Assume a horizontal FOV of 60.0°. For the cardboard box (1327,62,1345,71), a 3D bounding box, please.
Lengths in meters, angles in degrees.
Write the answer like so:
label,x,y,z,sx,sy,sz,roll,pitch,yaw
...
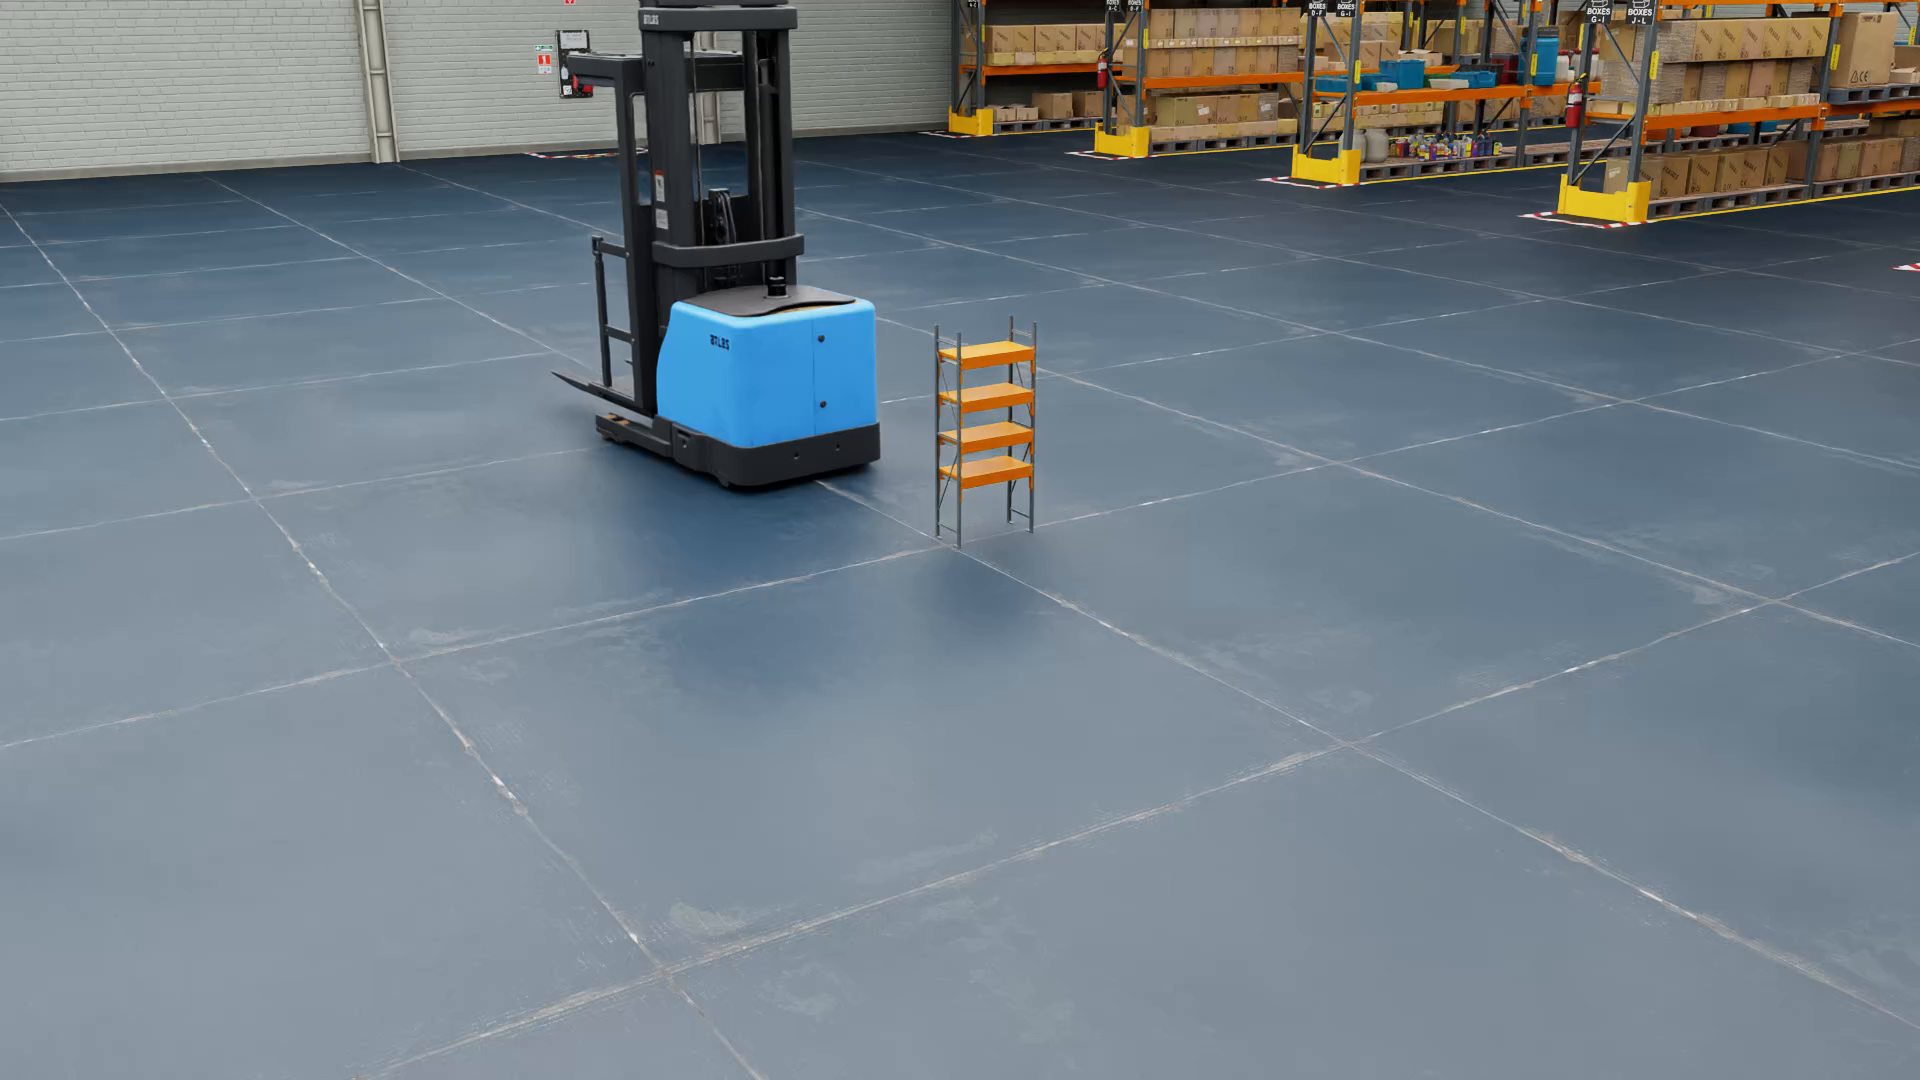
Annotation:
label,x,y,z,sx,sy,sz,roll,pitch,yaw
cardboard box,7.071,-8.974,31.497,0.250,0.149,0.380,-12,22,-31

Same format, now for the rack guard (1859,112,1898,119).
label,x,y,z,sx,sy,sz,roll,pitch,yaw
rack guard,18.975,-8.603,33.912,0.348,0.500,1.175,-12,22,-31

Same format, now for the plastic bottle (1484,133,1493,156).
label,x,y,z,sx,sy,sz,roll,pitch,yaw
plastic bottle,8.561,-6.429,27.027,0.185,0.351,0.144,-13,22,-33

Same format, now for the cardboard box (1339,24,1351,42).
label,x,y,z,sx,sy,sz,roll,pitch,yaw
cardboard box,8.667,-11.506,37.943,0.500,0.500,0.500,-11,22,-30

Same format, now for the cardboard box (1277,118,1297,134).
label,x,y,z,sx,sy,sz,roll,pitch,yaw
cardboard box,5.952,-7.748,31.116,0.500,0.250,0.500,-12,22,-31

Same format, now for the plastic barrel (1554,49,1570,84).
label,x,y,z,sx,sy,sz,roll,pitch,yaw
plastic barrel,9.860,-7.840,27.540,0.433,0.535,0.433,0,19,0

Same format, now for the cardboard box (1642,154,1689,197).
label,x,y,z,sx,sy,sz,roll,pitch,yaw
cardboard box,9.335,-4.871,22.217,0.500,0.500,0.500,-6,20,-17

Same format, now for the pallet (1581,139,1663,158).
label,x,y,z,sx,sy,sz,roll,pitch,yaw
pallet,11.612,-6.923,29.394,1.213,0.211,1.003,-12,22,-31

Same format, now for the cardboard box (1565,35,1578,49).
label,x,y,z,sx,sy,sz,roll,pitch,yaw
cardboard box,13.177,-10.605,35.773,0.500,0.500,0.500,-11,22,-31

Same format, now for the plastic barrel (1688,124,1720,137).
label,x,y,z,sx,sy,sz,roll,pitch,yaw
plastic barrel,13.623,-7.717,30.496,0.708,0.588,0.600,-12,22,-31

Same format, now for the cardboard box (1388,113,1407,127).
label,x,y,z,sx,sy,sz,roll,pitch,yaw
cardboard box,8.404,-8.255,32.616,0.500,0.250,0.500,-11,22,-30

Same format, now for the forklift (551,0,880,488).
label,x,y,z,sx,sy,sz,roll,pitch,yaw
forklift,-1.815,-2.112,10.915,1.130,2.935,3.031,-14,23,-36

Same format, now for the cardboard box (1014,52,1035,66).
label,x,y,z,sx,sy,sz,roll,pitch,yaw
cardboard box,1.159,-9.646,33.296,0.500,0.250,0.500,-13,22,-33

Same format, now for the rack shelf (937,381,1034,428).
label,x,y,z,sx,sy,sz,roll,pitch,yaw
rack shelf,0.138,-0.746,9.089,0.480,0.148,0.258,-12,22,-31

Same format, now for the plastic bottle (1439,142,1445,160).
label,x,y,z,sx,sy,sz,roll,pitch,yaw
plastic bottle,7.655,-6.191,26.448,0.097,0.271,0.097,0,19,0

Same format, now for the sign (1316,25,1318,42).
label,x,y,z,sx,sy,sz,roll,pitch,yaw
sign,6.525,-9.291,30.568,0.005,0.325,0.100,-12,22,-31

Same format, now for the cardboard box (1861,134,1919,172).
label,x,y,z,sx,sy,sz,roll,pitch,yaw
cardboard box,14.000,-5.845,25.068,0.500,0.500,0.700,-14,23,-36

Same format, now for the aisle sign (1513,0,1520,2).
label,x,y,z,sx,sy,sz,roll,pitch,yaw
aisle sign,13.739,-13.593,40.711,0.004,0.787,0.394,-12,22,-31

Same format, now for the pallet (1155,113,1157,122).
label,x,y,z,sx,sy,sz,roll,pitch,yaw
pallet,4.141,-9.132,35.928,1.213,0.211,1.003,-12,22,-31

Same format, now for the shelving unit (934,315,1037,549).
label,x,y,z,sx,sy,sz,roll,pitch,yaw
shelving unit,0.138,-0.598,9.139,0.503,1.200,0.258,-12,22,-31

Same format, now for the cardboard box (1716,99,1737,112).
label,x,y,z,sx,sy,sz,roll,pitch,yaw
cardboard box,9.999,-5.742,21.938,0.250,0.149,0.380,-12,22,-31

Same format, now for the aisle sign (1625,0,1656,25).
label,x,y,z,sx,sy,sz,roll,pitch,yaw
aisle sign,8.437,-6.777,20.548,0.004,0.787,0.394,-12,22,-31

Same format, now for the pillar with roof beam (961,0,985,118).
label,x,y,z,sx,sy,sz,roll,pitch,yaw
pillar with roof beam,2.627,-11.656,29.673,0.400,9.000,9.100,-12,22,-31

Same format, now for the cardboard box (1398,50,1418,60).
label,x,y,z,sx,sy,sz,roll,pitch,yaw
cardboard box,8.706,-9.548,32.943,0.500,0.311,0.500,-12,22,-32

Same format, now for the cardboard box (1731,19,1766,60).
label,x,y,z,sx,sy,sz,roll,pitch,yaw
cardboard box,10.185,-6.587,21.863,0.500,0.500,0.500,-12,22,-31

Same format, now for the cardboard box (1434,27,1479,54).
label,x,y,z,sx,sy,sz,roll,pitch,yaw
cardboard box,10.024,-10.083,33.575,0.700,0.500,0.500,14,23,35

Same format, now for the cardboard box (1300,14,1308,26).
label,x,y,z,sx,sy,sz,roll,pitch,yaw
cardboard box,7.377,-11.589,37.019,0.500,0.250,0.500,-11,22,-30

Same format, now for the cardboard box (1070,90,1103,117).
label,x,y,z,sx,sy,sz,roll,pitch,yaw
cardboard box,2.647,-9.147,34.832,0.500,0.500,0.500,-14,23,-35

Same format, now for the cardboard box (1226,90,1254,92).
label,x,y,z,sx,sy,sz,roll,pitch,yaw
cardboard box,5.246,-8.155,31.150,0.500,0.500,0.500,-12,22,-31

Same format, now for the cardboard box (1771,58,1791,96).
label,x,y,z,sx,sy,sz,roll,pitch,yaw
cardboard box,10.817,-6.388,22.836,0.500,0.500,0.875,-12,22,-31

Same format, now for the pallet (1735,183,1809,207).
label,x,y,z,sx,sy,sz,roll,pitch,yaw
pallet,11.123,-4.892,23.386,1.213,0.211,1.003,-12,22,-31

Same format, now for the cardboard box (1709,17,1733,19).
label,x,y,z,sx,sy,sz,roll,pitch,yaw
cardboard box,10.314,-6.815,22.539,0.500,0.500,0.500,-12,22,-31

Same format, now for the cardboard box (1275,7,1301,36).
label,x,y,z,sx,sy,sz,roll,pitch,yaw
cardboard box,5.852,-9.574,30.697,0.500,0.500,0.700,-12,22,-31

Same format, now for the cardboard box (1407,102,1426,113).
label,x,y,z,sx,sy,sz,roll,pitch,yaw
cardboard box,8.827,-8.607,32.781,0.500,0.311,0.500,-12,22,-32

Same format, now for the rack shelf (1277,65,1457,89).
label,x,y,z,sx,sy,sz,roll,pitch,yaw
rack shelf,7.889,-9.003,32.315,4.000,0.370,1.077,-12,22,-31

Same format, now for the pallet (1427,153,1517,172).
label,x,y,z,sx,sy,sz,roll,pitch,yaw
pallet,8.356,-6.238,27.366,1.213,0.211,1.003,-12,22,-31

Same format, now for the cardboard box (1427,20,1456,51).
label,x,y,z,sx,sy,sz,roll,pitch,yaw
cardboard box,11.247,-12.085,39.840,0.700,0.700,0.980,-13,22,-33

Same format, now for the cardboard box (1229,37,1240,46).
label,x,y,z,sx,sy,sz,roll,pitch,yaw
cardboard box,4.828,-8.970,29.925,0.250,0.149,0.380,-11,22,-30

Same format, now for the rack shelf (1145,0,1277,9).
label,x,y,z,sx,sy,sz,roll,pitch,yaw
rack shelf,4.549,-9.719,29.750,4.000,0.370,1.077,-12,22,-31

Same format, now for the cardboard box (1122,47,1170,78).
label,x,y,z,sx,sy,sz,roll,pitch,yaw
cardboard box,3.275,-8.413,29.290,0.500,0.500,0.700,-12,22,-31

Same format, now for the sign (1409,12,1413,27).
label,x,y,z,sx,sy,sz,roll,pitch,yaw
sign,10.479,-12.092,38.646,0.005,0.325,0.100,-12,22,-31

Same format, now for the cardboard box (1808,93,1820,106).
label,x,y,z,sx,sy,sz,roll,pitch,yaw
cardboard box,11.646,-6.106,23.013,0.250,0.149,0.380,-12,22,-31

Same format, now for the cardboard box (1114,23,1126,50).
label,x,y,z,sx,sy,sz,roll,pitch,yaw
cardboard box,3.267,-10.443,34.484,0.500,0.500,0.500,-12,22,-32

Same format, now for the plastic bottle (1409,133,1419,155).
label,x,y,z,sx,sy,sz,roll,pitch,yaw
plastic bottle,7.370,-6.447,27.081,0.185,0.351,0.144,-11,22,-29

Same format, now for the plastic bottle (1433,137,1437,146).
label,x,y,z,sx,sy,sz,roll,pitch,yaw
plastic bottle,7.778,-6.481,27.306,0.097,0.271,0.097,0,19,0

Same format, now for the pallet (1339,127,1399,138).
label,x,y,z,sx,sy,sz,roll,pitch,yaw
pallet,7.833,-8.027,32.658,1.213,0.211,1.003,-12,22,-31

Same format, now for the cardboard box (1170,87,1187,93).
label,x,y,z,sx,sy,sz,roll,pitch,yaw
cardboard box,4.501,-9.579,36.110,0.500,0.500,0.700,-12,22,-32

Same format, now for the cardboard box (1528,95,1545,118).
label,x,y,z,sx,sy,sz,roll,pitch,yaw
cardboard box,11.809,-9.088,34.660,0.500,0.500,0.500,-12,22,-31

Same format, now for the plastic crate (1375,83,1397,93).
label,x,y,z,sx,sy,sz,roll,pitch,yaw
plastic crate,6.524,-6.908,25.406,0.250,0.136,0.298,-12,22,-31

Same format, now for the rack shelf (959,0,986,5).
label,x,y,z,sx,sy,sz,roll,pitch,yaw
rack shelf,1.821,-11.044,33.667,4.000,0.370,1.077,-12,22,-31

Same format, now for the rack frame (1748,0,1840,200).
label,x,y,z,sx,sy,sz,roll,pitch,yaw
rack frame,11.664,-6.341,23.318,0.127,3.000,1.000,-12,22,-31

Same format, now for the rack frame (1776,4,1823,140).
label,x,y,z,sx,sy,sz,roll,pitch,yaw
rack frame,15.621,-9.075,31.404,0.127,3.000,1.000,-12,22,-31

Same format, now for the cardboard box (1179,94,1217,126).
label,x,y,z,sx,sy,sz,roll,pitch,yaw
cardboard box,4.276,-7.754,29.962,0.500,0.500,0.500,-12,22,-31
